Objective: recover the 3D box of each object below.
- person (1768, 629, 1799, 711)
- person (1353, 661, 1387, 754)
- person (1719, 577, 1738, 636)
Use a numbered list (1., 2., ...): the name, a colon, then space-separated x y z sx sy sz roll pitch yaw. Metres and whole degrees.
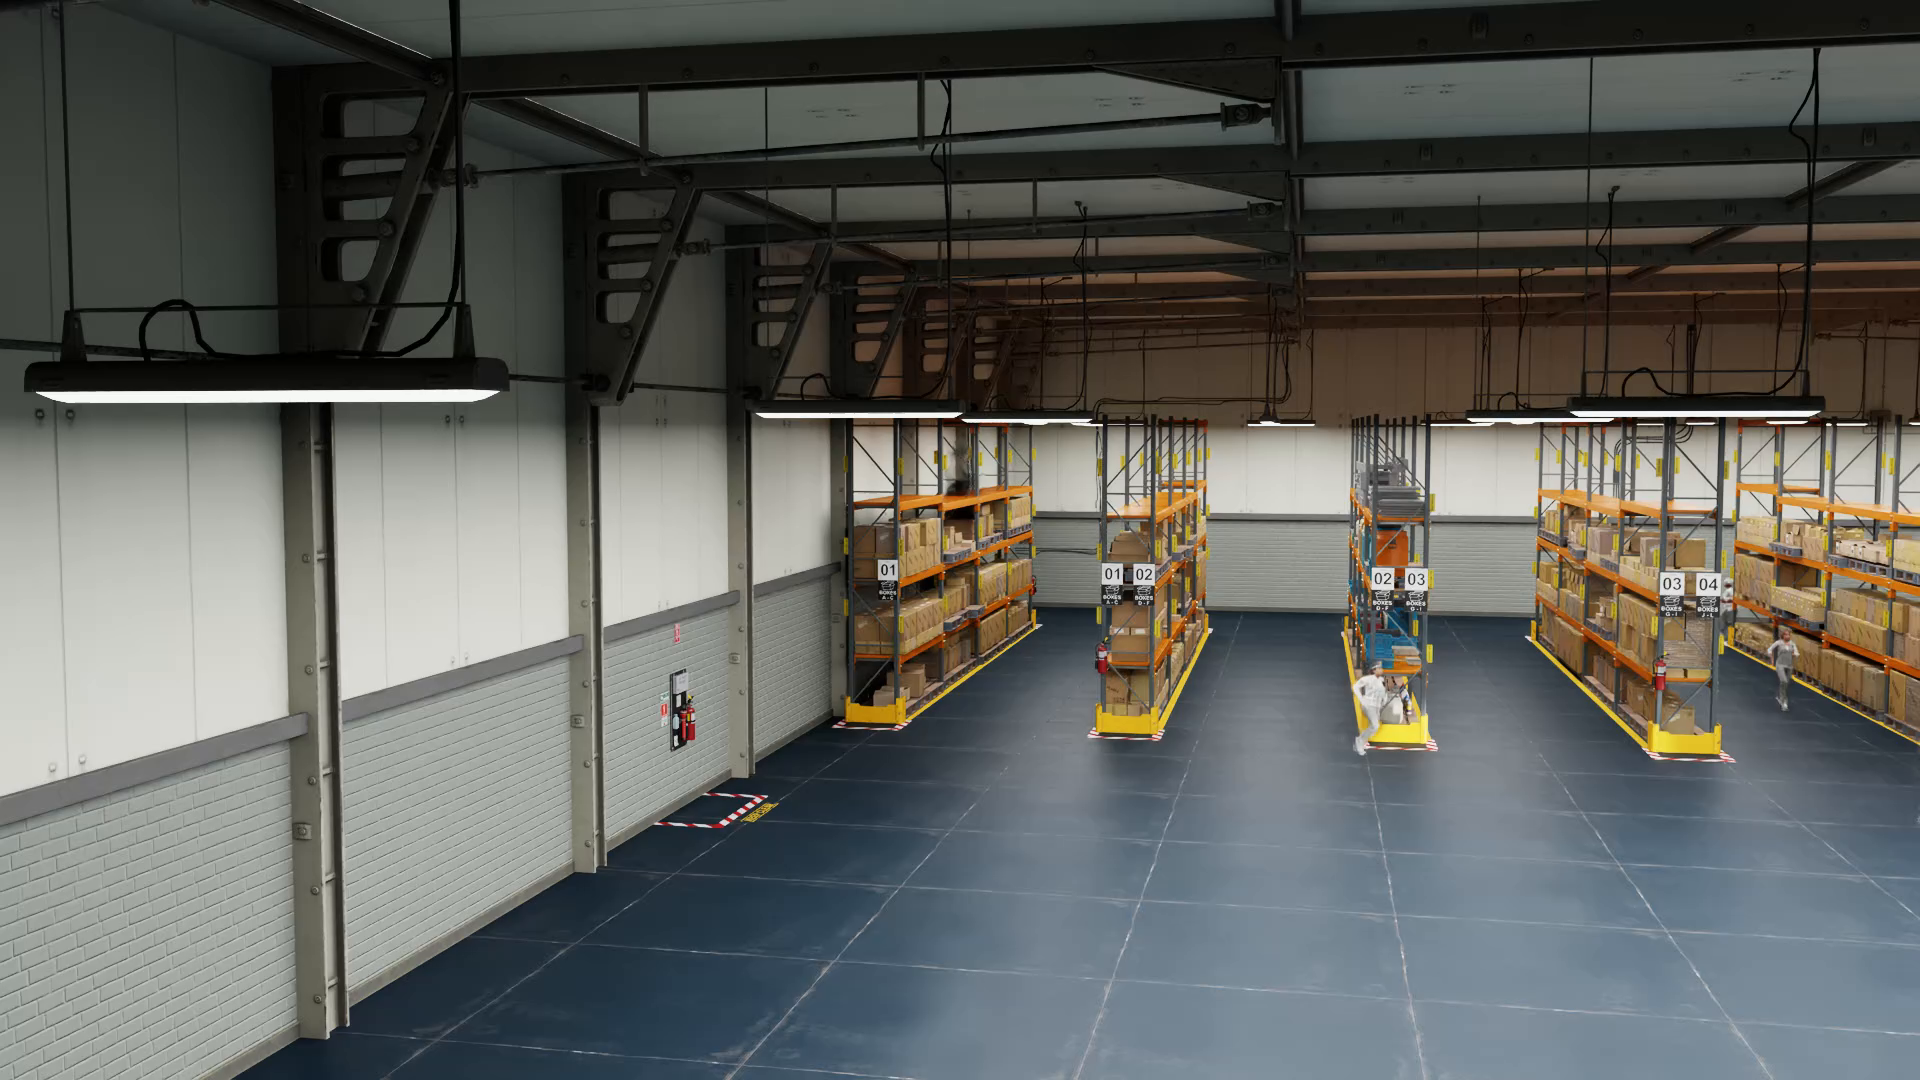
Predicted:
1. person: 16.897 2.640 34.102 0.514 1.636 0.757 0 4 2
2. person: 7.275 2.950 29.300 0.604 1.656 0.574 -3 5 -36
3. person: 20.998 1.878 45.249 0.829 1.758 0.787 1 4 14
